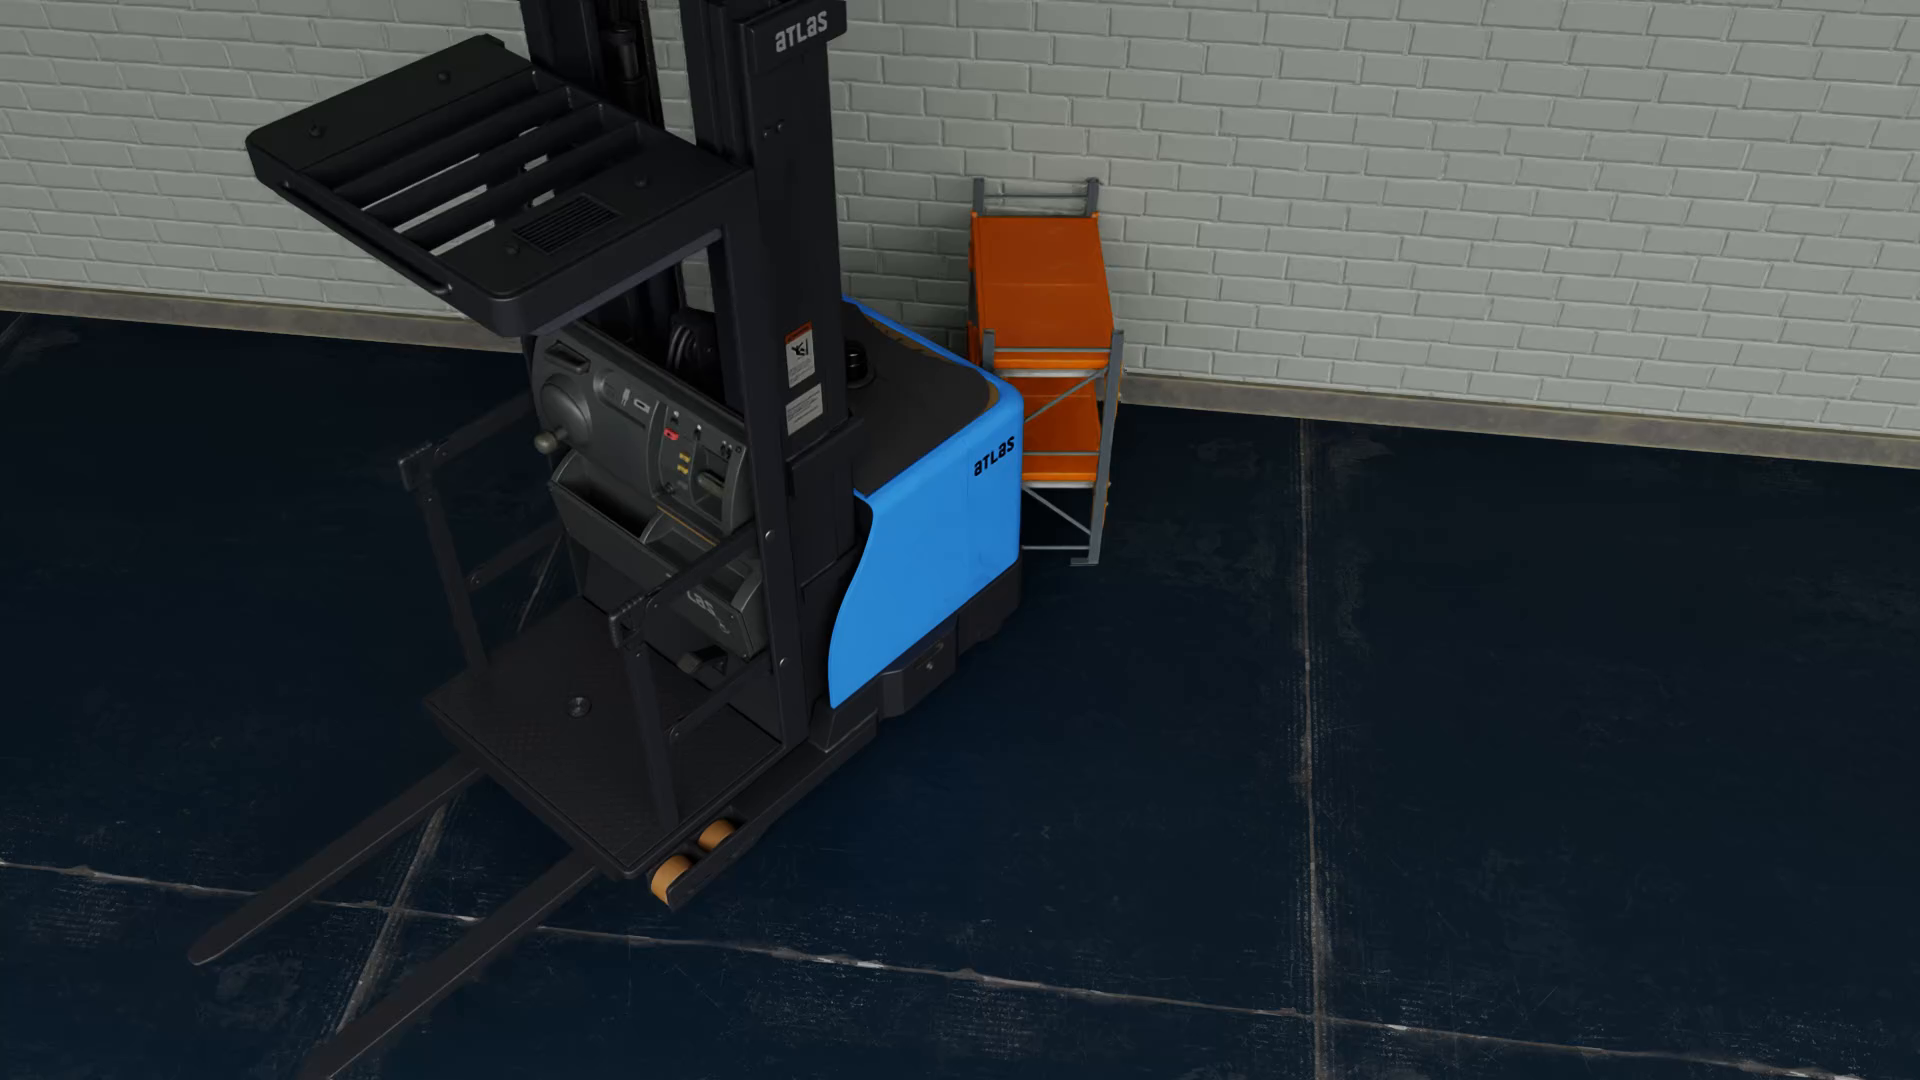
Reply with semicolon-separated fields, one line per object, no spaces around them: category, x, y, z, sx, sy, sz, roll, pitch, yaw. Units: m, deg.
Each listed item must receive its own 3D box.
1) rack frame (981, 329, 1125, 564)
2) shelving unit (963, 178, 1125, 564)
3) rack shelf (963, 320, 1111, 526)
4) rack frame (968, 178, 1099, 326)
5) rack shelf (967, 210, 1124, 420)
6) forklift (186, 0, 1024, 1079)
rack frame;0.317;-0.325;6.257;0.500;1.125;0.032;0;43;-2
shelving unit;0.303;-0.672;6.628;0.538;1.125;1.048;0;43;-2
rack shelf;0.297;-0.494;6.795;0.538;0.278;1.000;0;43;-2
rack frame;0.289;-1.020;6.999;0.500;1.125;0.032;0;43;-2
rack shelf;0.311;-0.886;6.428;0.538;0.278;1.000;0;43;-2
forklift;-1.115;-0.260;4.893;1.130;2.935;3.031;31;52;29
